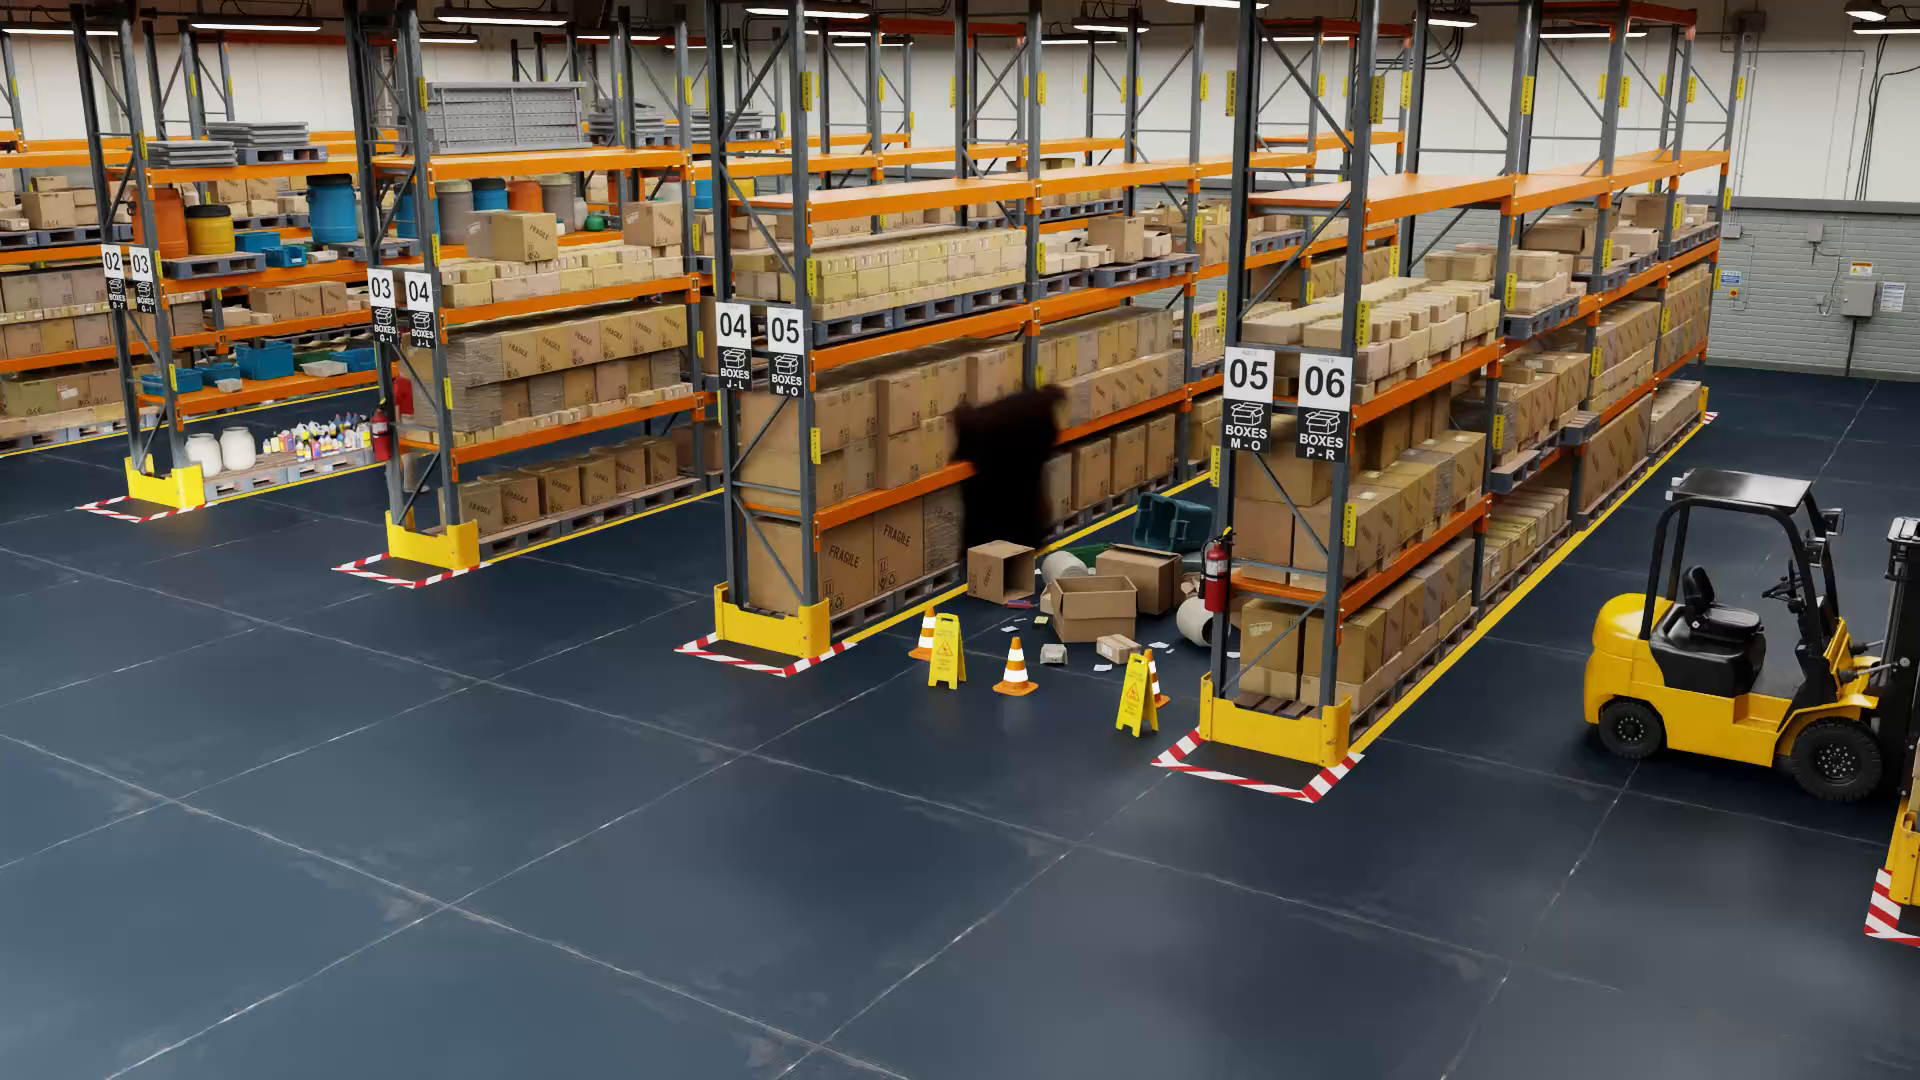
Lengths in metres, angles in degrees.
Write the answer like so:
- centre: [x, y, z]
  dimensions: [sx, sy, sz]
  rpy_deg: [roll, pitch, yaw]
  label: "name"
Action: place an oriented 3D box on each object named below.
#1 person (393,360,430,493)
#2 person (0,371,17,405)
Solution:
- centre: [-7.080, -1.450, 21.185]
  dimensions: [0.501, 1.730, 0.522]
  rpy_deg: [-7, 17, -23]
  label: "person"
- centre: [-15.545, -3.019, 26.894]
  dimensions: [0.418, 1.670, 0.487]
  rpy_deg: [-7, 17, -23]
  label: "person"
